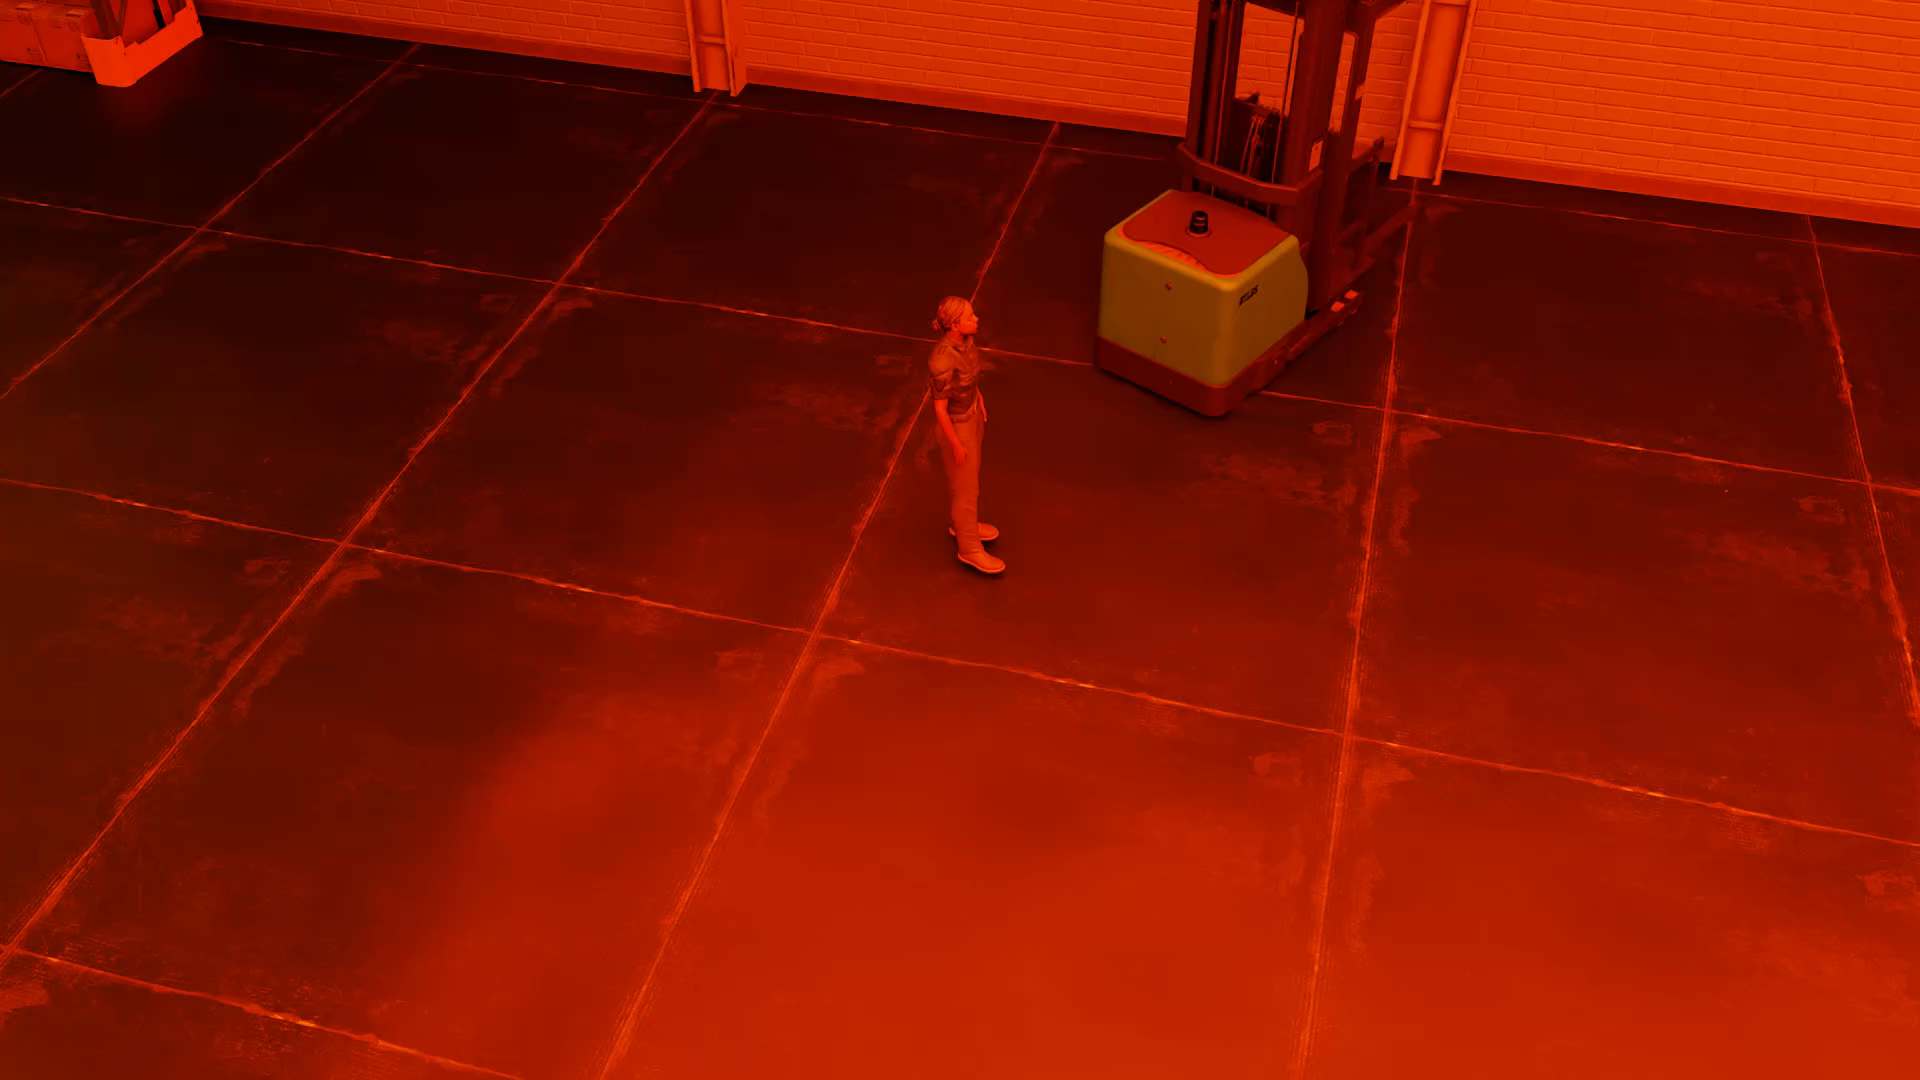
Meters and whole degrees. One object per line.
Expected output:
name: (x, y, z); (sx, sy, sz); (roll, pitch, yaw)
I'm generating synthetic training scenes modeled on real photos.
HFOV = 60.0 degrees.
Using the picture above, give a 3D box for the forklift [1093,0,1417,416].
forklift: (2.240, -2.817, 11.075); (1.130, 2.935, 3.031); (29, 49, 29)

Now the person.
person: (0.080, -0.630, 9.477); (0.503, 1.655, 0.570); (10, 42, 11)
